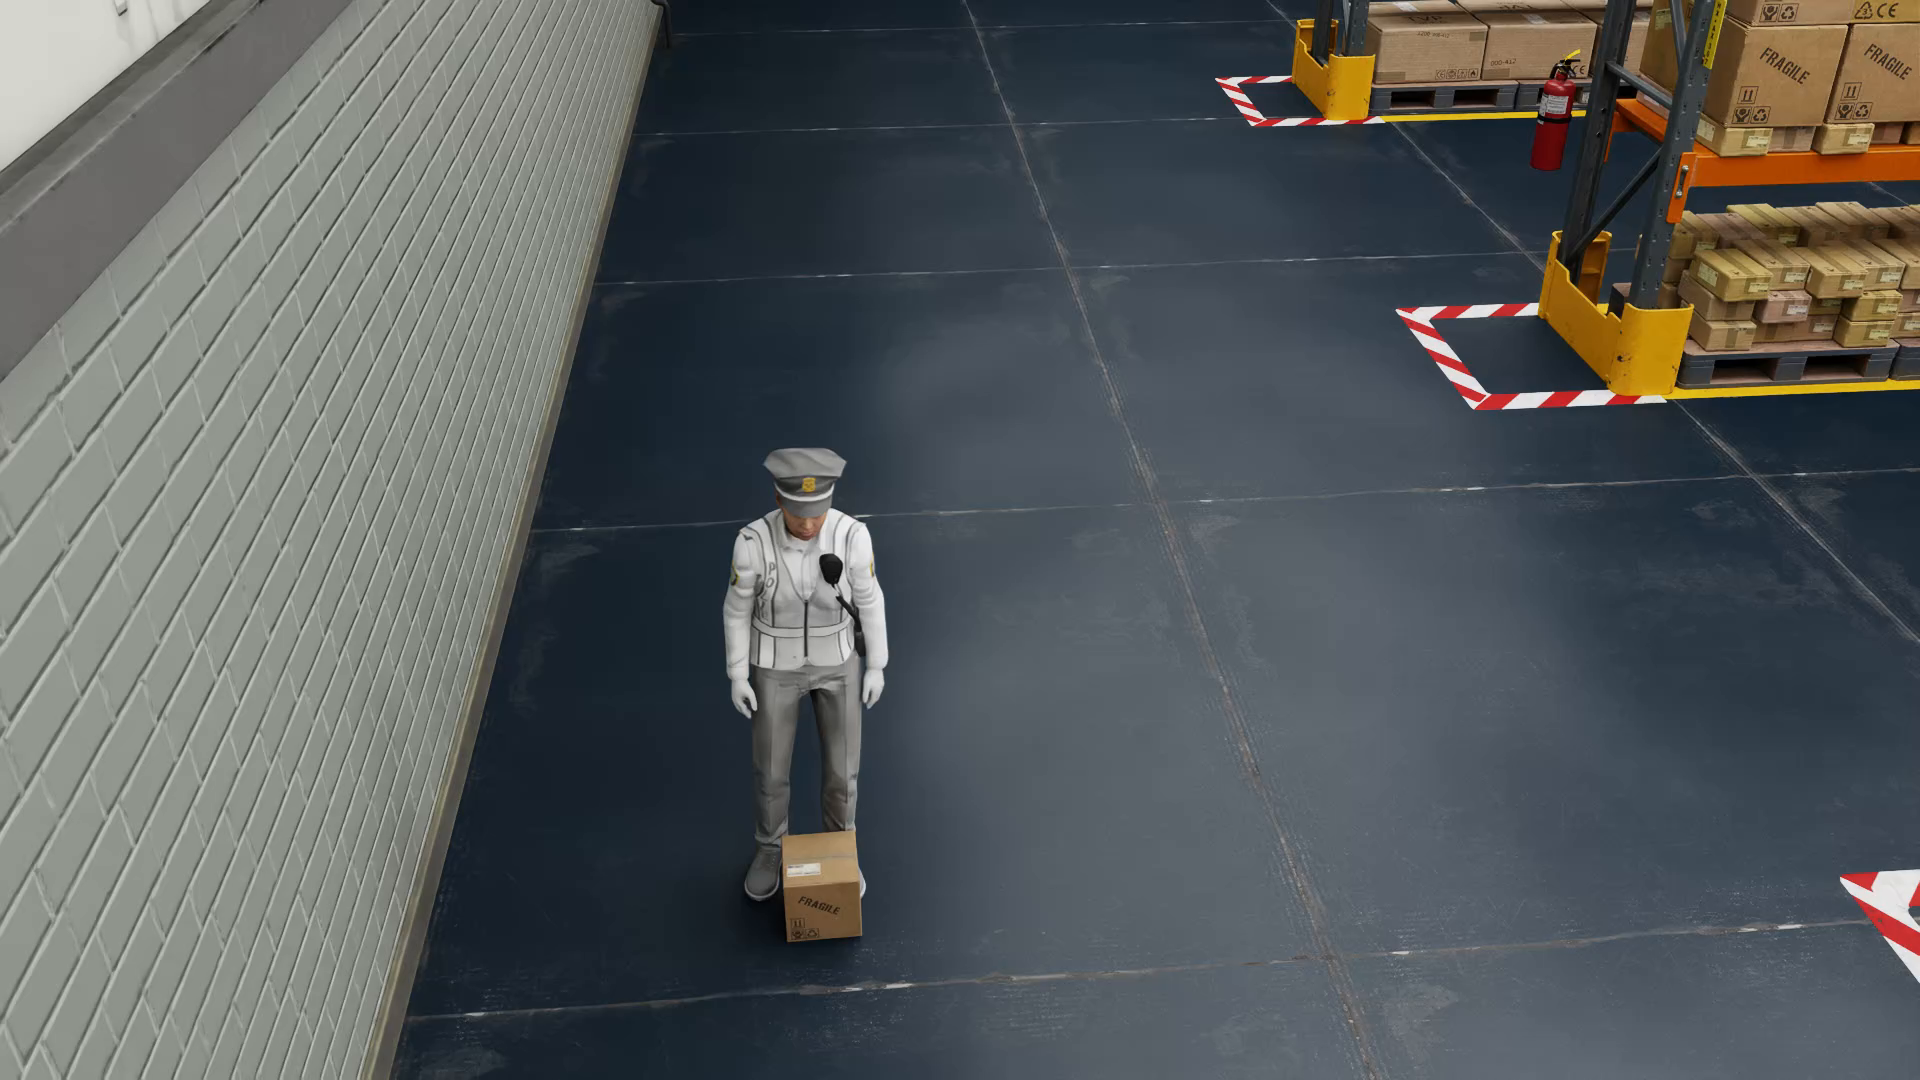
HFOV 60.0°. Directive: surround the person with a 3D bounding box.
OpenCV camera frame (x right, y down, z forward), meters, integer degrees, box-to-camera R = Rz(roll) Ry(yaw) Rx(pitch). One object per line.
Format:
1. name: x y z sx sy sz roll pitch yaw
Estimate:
1. person: -0.492 0.442 5.403 0.527 1.662 0.414 -4 32 -7
